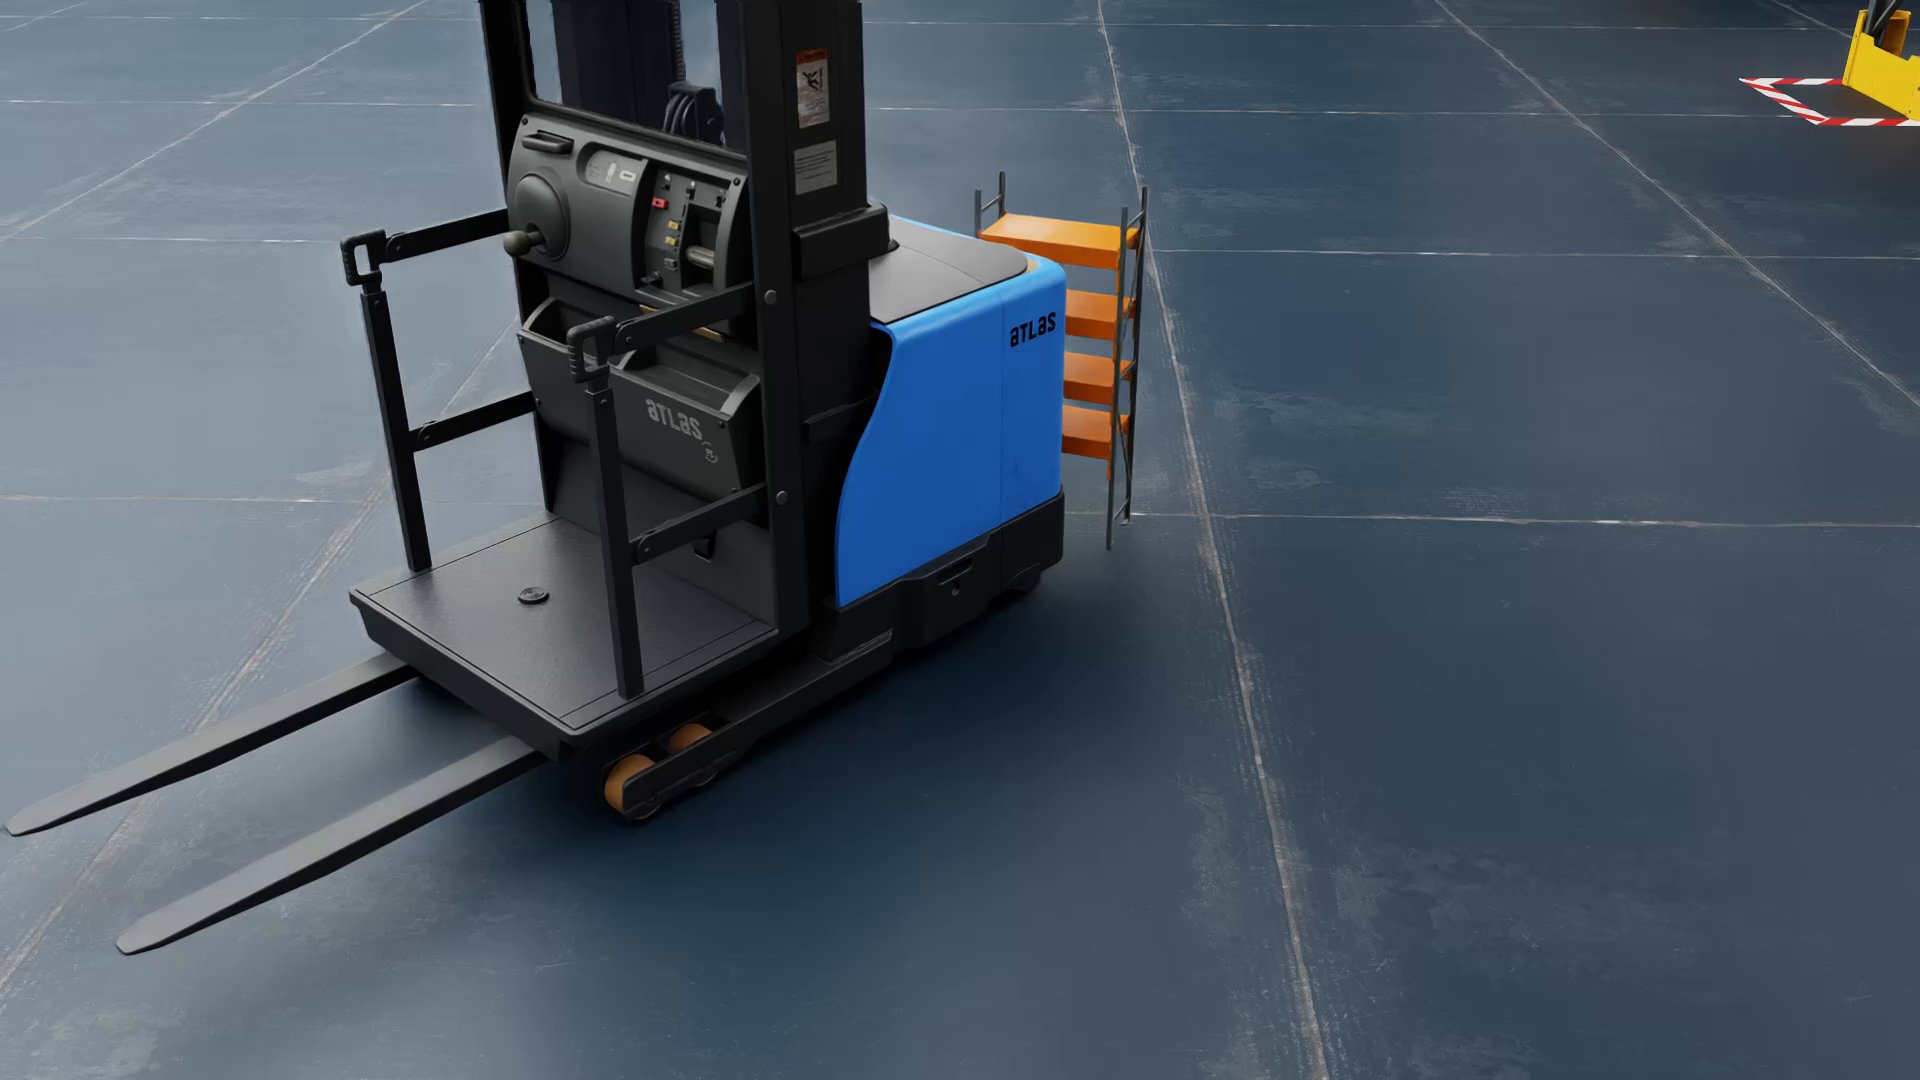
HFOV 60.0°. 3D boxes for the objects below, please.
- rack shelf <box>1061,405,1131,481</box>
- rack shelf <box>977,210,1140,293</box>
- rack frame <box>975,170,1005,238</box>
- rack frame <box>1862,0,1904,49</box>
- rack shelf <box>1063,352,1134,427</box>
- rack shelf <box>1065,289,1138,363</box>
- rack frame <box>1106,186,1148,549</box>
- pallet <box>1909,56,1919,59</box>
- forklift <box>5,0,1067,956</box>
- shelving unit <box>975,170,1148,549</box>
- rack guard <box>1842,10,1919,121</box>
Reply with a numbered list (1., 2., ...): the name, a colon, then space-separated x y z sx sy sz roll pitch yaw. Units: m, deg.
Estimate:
1. rack shelf: 0.325 -0.359 5.713 0.480 0.148 0.258 11 30 19
2. rack shelf: 0.325 -0.941 5.405 0.480 0.148 0.258 11 30 19
3. rack frame: 0.098 -0.636 5.669 0.015 1.200 0.240 11 30 19
4. rack frame: 6.404 -4.350 10.753 0.127 3.000 1.000 1 28 2
5. rack shelf: 0.325 -0.534 5.620 0.480 0.148 0.258 11 30 19
6. rack shelf: 0.325 -0.732 5.515 0.480 0.148 0.258 11 30 19
7. rack frame: 0.551 -0.551 5.508 0.015 1.200 0.240 11 30 19
8. pallet: 7.290 -3.087 11.347 1.213 0.211 1.003 1 28 2
9. forklift: -1.024 -0.832 4.190 1.130 2.935 3.031 23 36 37
10. shelving unit: 0.325 -0.594 5.589 0.503 1.200 0.258 11 30 19
11. rack guard: 6.480 -3.244 11.336 0.348 0.500 1.175 1 28 2
